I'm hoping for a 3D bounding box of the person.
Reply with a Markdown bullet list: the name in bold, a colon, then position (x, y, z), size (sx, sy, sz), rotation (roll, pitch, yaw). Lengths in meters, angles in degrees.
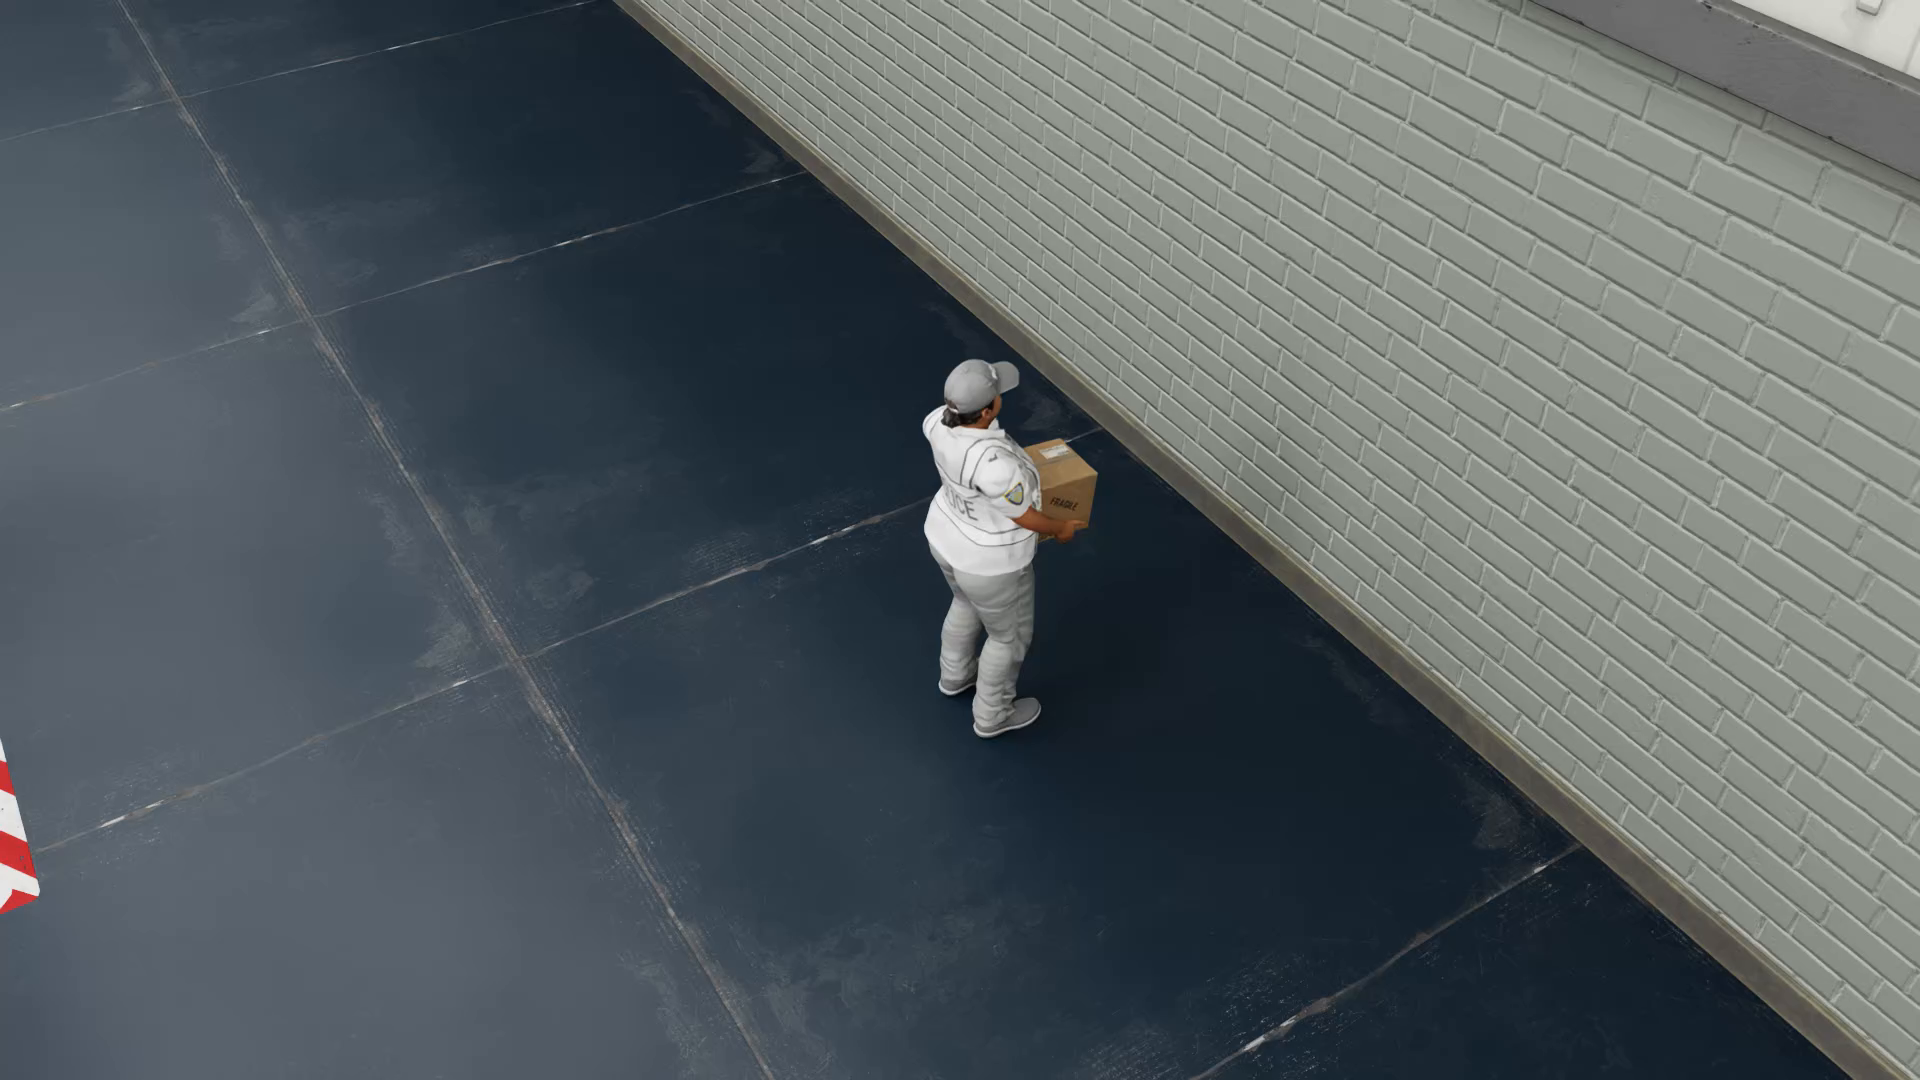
- **person**: position (0.154, 0.003, 6.161), size (0.541, 1.657, 0.455), rotation (-22, 46, -23)
